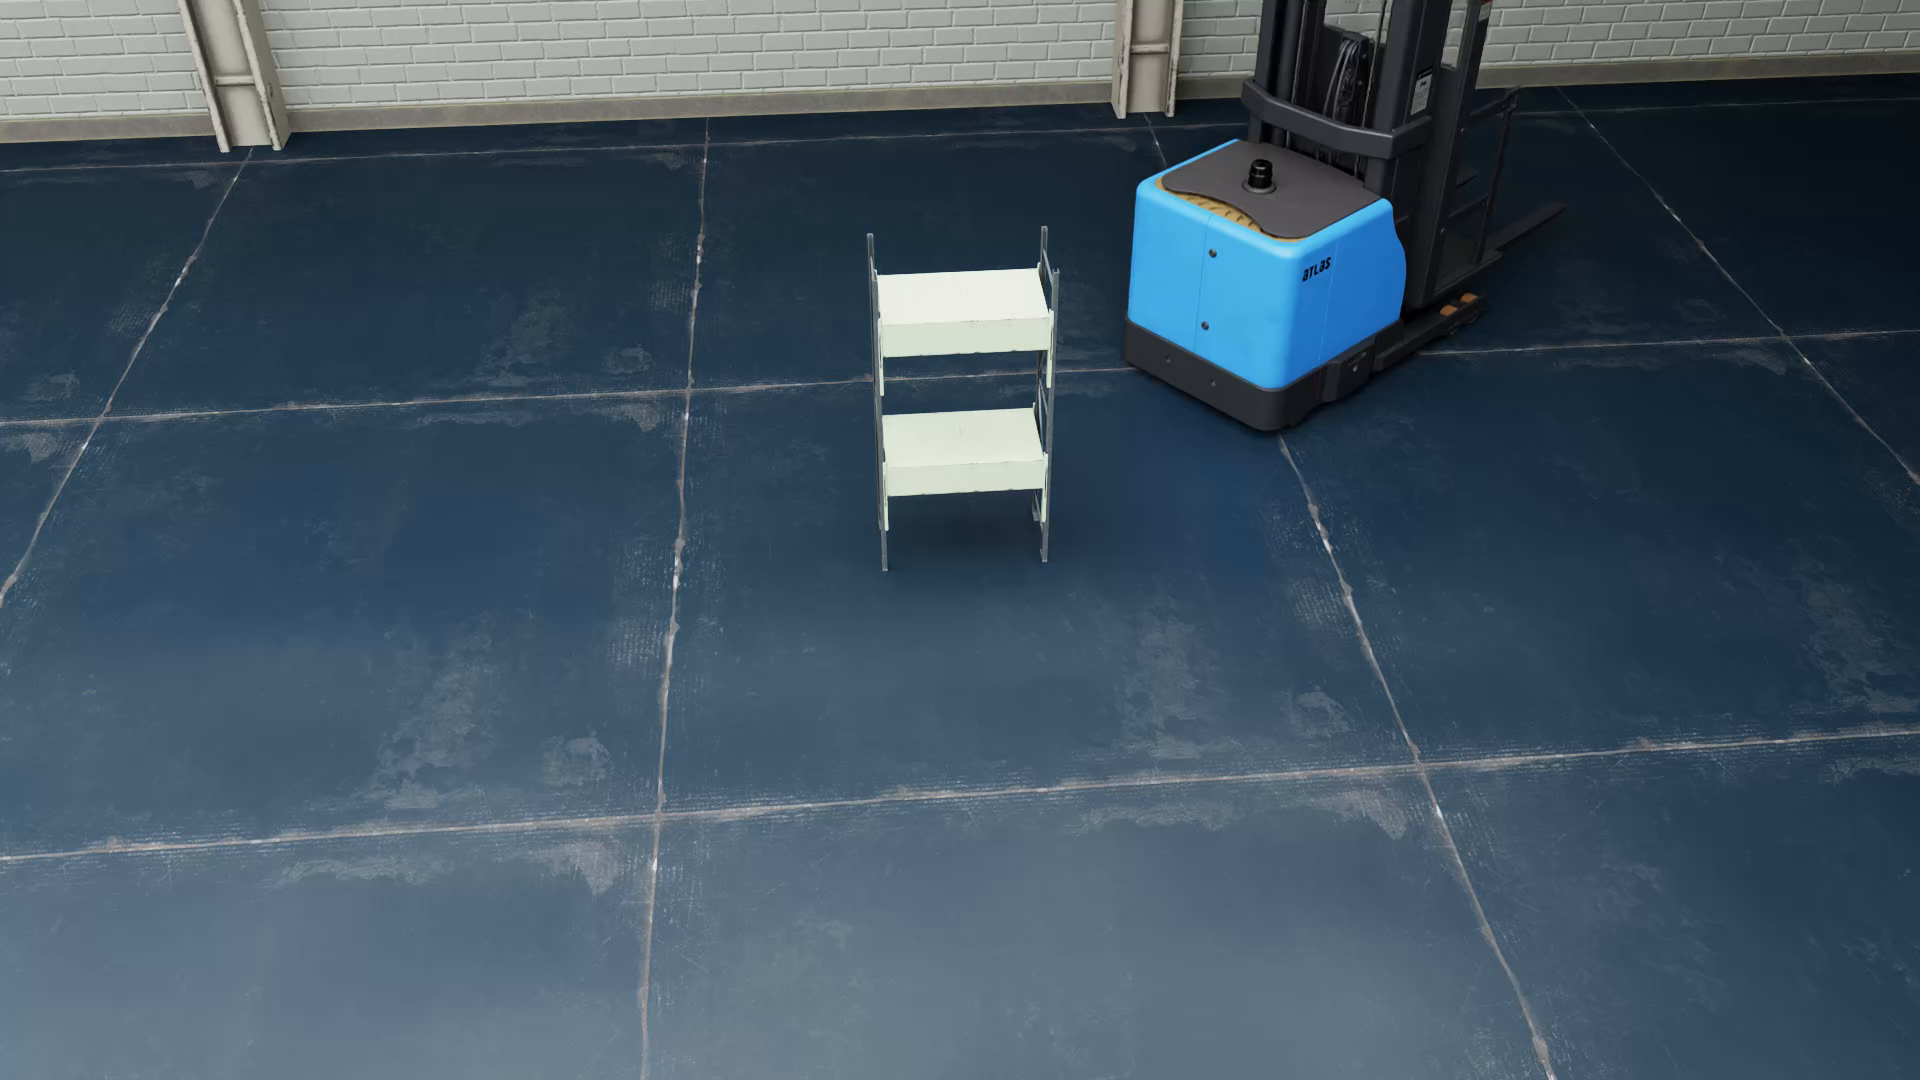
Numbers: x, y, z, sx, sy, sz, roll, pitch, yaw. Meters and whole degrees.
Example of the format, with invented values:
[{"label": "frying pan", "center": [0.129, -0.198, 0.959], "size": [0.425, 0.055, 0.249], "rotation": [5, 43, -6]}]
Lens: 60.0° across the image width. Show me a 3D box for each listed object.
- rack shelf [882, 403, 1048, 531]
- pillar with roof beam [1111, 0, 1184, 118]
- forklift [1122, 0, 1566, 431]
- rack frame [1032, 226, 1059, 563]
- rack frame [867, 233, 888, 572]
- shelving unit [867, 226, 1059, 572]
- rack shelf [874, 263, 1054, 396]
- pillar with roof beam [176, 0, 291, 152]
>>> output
[{"label": "rack shelf", "center": [0.007, -0.333, 7.488], "size": [0.720, 0.370, 0.431], "rotation": [-3, 38, -4]}, {"label": "pillar with roof beam", "center": [1.648, -3.877, 5.399], "size": [0.400, 9.000, 9.100], "rotation": [-3, 38, -4]}, {"label": "forklift", "center": [2.287, -2.490, 8.540], "size": [3.031, 2.935, 1.130], "rotation": [-30, 47, -32]}, {"label": "rack frame", "center": [0.371, -0.609, 7.311], "size": [0.023, 1.500, 0.400], "rotation": [-3, 38, -4]}, {"label": "rack frame", "center": [-0.358, -0.569, 7.260], "size": [0.023, 1.500, 0.400], "rotation": [-3, 38, -4]}, {"label": "shelving unit", "center": [0.007, -0.589, 7.286], "size": [0.755, 1.500, 0.431], "rotation": [-3, 38, -4]}, {"label": "rack shelf", "center": [0.007, -0.896, 7.044], "size": [0.720, 0.370, 0.431], "rotation": [-3, 38, -4]}, {"label": "pillar with roof beam", "center": [-4.328, -3.548, 4.982], "size": [0.400, 9.000, 9.100], "rotation": [-3, 38, -4]}]
